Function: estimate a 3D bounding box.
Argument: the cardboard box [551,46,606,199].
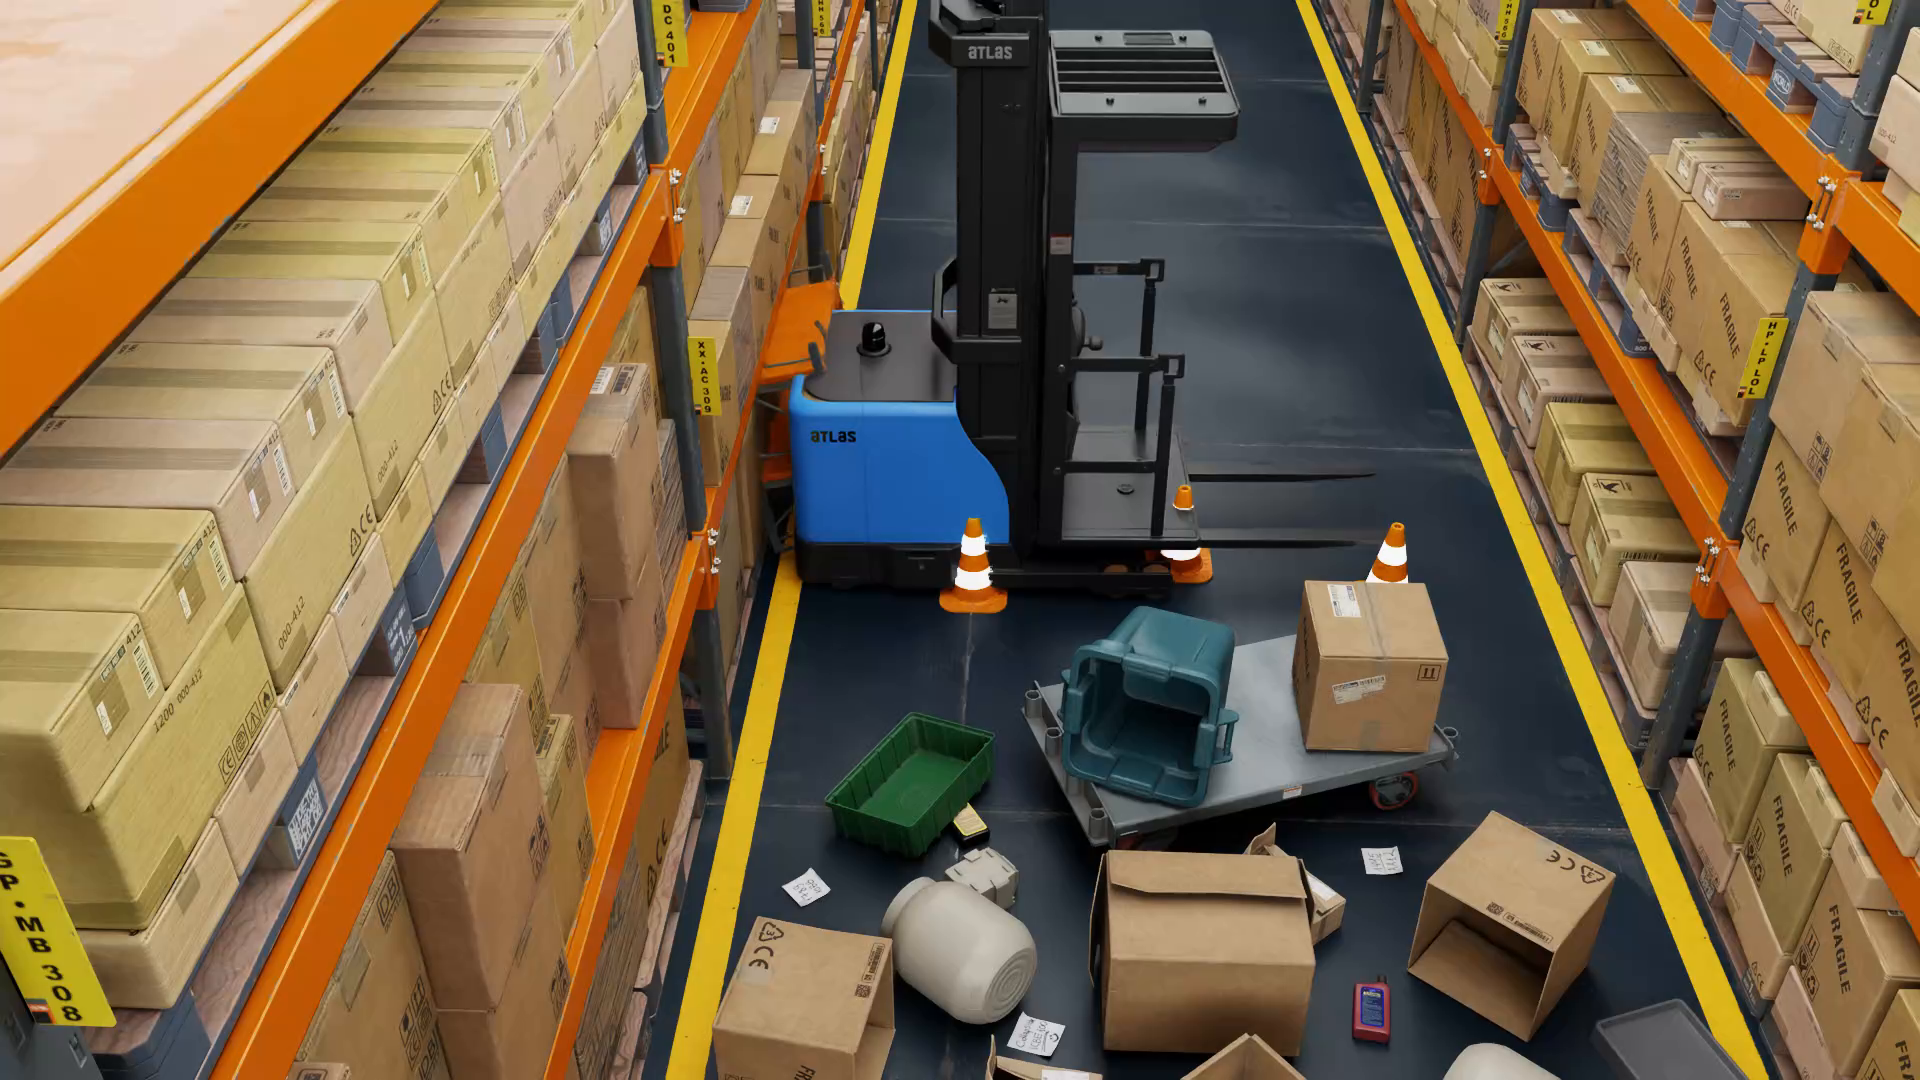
[{"bbox_3d":[-1.278,-1.148,4.531,0.500,0.250,0.500,1,35,2],"label":"cardboard box"}]

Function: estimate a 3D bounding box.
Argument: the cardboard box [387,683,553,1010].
[{"bbox_3d":[-1.513,0.719,3.994,0.875,0.550,0.550,1,35,2],"label":"cardboard box"}]

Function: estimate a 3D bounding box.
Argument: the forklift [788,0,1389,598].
[{"bbox_3d":[0.697,-1.219,7.881,3.031,2.935,1.130,0,35,0],"label":"forklift"}]

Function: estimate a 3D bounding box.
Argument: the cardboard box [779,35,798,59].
[{"bbox_3d":[-1.114,-2.989,9.934,0.380,0.149,0.250,3,35,4],"label":"cardboard box"}]

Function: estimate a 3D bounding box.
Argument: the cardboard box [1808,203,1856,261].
[{"bbox_3d":[3.781,-1.055,6.878,0.500,0.500,0.500,1,35,2],"label":"cardboard box"}]

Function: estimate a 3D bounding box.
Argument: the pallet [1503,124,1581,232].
[{"bbox_3d":[3.694,-1.978,9.069,1.213,0.211,1.003,1,35,2],"label":"pallet"}]

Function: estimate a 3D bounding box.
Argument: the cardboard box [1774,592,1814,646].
[{"bbox_3d":[3.164,0.252,5.947,0.380,0.149,0.250,2,35,3],"label":"cardboard box"}]

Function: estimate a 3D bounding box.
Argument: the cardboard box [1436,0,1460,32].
[{"bbox_3d":[3.399,-3.485,10.742,0.500,0.250,0.500,0,35,1],"label":"cardboard box"}]

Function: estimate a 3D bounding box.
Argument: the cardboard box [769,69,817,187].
[{"bbox_3d":[-1.083,-2.301,9.274,0.500,0.500,0.500,1,35,2],"label":"cardboard box"}]

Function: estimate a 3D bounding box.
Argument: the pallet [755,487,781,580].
[{"bbox_3d":[-1.492,-0.234,8.845,1.003,0.211,1.213,1,35,2],"label":"pallet"}]

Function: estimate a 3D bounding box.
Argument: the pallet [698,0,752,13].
[{"bbox_3d":[-1.348,-2.661,7.429,1.003,0.211,1.213,3,35,4],"label":"pallet"}]

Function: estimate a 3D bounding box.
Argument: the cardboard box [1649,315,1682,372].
[{"bbox_3d":[3.203,-0.842,7.138,0.380,0.149,0.250,1,35,1],"label":"cardboard box"}]

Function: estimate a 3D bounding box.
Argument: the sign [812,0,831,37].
[{"bbox_3d":[-0.779,-2.988,9.331,0.100,0.325,0.005,1,35,2],"label":"sign"}]

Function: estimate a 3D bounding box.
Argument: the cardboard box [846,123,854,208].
[{"bbox_3d":[-1.018,-2.658,11.678,0.500,0.500,0.500,0,35,1],"label":"cardboard box"}]

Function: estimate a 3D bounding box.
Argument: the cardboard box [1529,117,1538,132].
[{"bbox_3d":[3.418,-2.355,9.291,0.380,0.149,0.250,-1,35,-1],"label":"cardboard box"}]

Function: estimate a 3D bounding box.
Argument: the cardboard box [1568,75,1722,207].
[{"bbox_3d":[3.339,-1.945,8.144,0.500,0.500,0.500,2,35,3],"label":"cardboard box"}]

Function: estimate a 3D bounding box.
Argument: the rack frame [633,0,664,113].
[{"bbox_3d":[-1.494,-2.681,4.685,1.000,3.000,0.127,1,35,2],"label":"rack frame"}]

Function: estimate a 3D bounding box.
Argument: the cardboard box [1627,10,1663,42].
[{"bbox_3d":[3.876,-2.535,8.984,0.500,0.500,0.500,0,35,1],"label":"cardboard box"}]

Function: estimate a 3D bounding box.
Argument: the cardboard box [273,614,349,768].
[{"bbox_3d":[-1.301,0.254,2.883,0.380,0.149,0.250,1,35,2],"label":"cardboard box"}]

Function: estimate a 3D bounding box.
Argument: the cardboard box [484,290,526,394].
[{"bbox_3d":[-1.250,-0.470,3.914,0.380,0.149,0.250,1,35,2],"label":"cardboard box"}]

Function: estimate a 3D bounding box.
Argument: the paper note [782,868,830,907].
[{"bbox_3d":[-0.616,1.395,6.684,0.147,0.020,0.142,-24,42,-30],"label":"paper note"}]

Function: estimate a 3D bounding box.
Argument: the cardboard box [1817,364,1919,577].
[{"bbox_3d":[3.179,-0.201,5.158,0.700,0.500,0.500,2,35,2],"label":"cardboard box"}]

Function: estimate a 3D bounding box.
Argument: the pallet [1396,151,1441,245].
[{"bbox_3d":[3.775,-2.478,12.038,1.003,0.211,1.213,1,35,2],"label":"pallet"}]

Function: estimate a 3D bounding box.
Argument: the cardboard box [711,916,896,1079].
[{"bbox_3d":[-0.531,1.711,5.825,0.500,0.500,0.500,7,36,10],"label":"cardboard box"}]

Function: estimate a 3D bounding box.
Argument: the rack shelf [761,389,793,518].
[{"bbox_3d":[-0.772,-0.525,8.732,0.538,0.278,1.000,-10,34,6],"label":"rack shelf"}]

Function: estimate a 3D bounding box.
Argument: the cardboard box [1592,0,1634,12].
[{"bbox_3d":[3.881,-3.196,9.678,0.500,0.500,0.500,0,35,0],"label":"cardboard box"}]

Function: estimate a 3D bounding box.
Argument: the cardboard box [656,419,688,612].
[{"bbox_3d":[-1.497,-0.076,6.064,0.875,0.550,0.550,1,35,2],"label":"cardboard box"}]

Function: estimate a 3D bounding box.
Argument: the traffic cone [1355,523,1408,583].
[{"bbox_3d":[2.107,0.123,8.119,0.336,0.463,0.334,1,35,2],"label":"traffic cone"}]

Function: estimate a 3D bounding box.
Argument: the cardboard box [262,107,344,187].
[{"bbox_3d":[-1.832,-0.873,4.140,0.500,0.250,0.500,1,35,1],"label":"cardboard box"}]

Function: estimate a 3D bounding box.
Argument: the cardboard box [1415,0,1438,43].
[{"bbox_3d":[3.411,-3.580,11.312,0.500,0.250,0.500,1,35,1],"label":"cardboard box"}]

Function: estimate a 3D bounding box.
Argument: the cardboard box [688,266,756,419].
[{"bbox_3d":[-1.185,-0.854,7.215,0.500,0.500,0.500,2,35,2],"label":"cardboard box"}]

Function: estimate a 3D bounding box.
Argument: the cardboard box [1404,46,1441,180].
[{"bbox_3d":[3.804,-3.192,12.111,0.875,0.875,0.875,2,35,3],"label":"cardboard box"}]

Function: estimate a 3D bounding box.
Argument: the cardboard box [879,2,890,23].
[{"bbox_3d":[-0.826,-4.777,14.998,0.380,0.149,0.250,0,35,1],"label":"cardboard box"}]

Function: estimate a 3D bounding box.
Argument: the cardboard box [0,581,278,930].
[{"bbox_3d":[-1.379,0.300,2.471,0.500,0.250,0.500,1,35,2],"label":"cardboard box"}]

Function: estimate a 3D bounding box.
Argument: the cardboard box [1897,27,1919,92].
[{"bbox_3d":[3.117,-1.448,5.063,0.380,0.149,0.250,1,35,1],"label":"cardboard box"}]

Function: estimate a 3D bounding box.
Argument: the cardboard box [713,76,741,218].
[{"bbox_3d":[-1.419,-1.838,7.746,0.700,0.500,0.500,1,35,1],"label":"cardboard box"}]

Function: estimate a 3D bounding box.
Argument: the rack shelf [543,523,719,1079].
[{"bbox_3d":[-1.575,1.217,4.981,1.077,0.370,4.000,1,35,2],"label":"rack shelf"}]

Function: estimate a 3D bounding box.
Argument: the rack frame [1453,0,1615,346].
[{"bbox_3d":[3.616,-2.469,9.599,1.000,3.000,0.127,1,35,2],"label":"rack frame"}]

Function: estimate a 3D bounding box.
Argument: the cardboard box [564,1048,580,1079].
[{"bbox_3d":[-1.660,1.872,4.906,0.875,0.875,0.875,1,35,1],"label":"cardboard box"}]

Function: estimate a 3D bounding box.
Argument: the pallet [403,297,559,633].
[{"bbox_3d":[-1.589,-0.249,3.909,1.003,0.211,1.213,1,35,2],"label":"pallet"}]

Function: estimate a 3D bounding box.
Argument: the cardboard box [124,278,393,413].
[{"bbox_3d":[-1.282,-0.360,3.064,0.380,0.149,0.250,1,35,1],"label":"cardboard box"}]

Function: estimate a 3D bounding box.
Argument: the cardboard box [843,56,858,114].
[{"bbox_3d":[-0.991,-3.246,11.862,0.500,0.250,0.500,0,35,0],"label":"cardboard box"}]

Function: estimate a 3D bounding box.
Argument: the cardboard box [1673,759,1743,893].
[{"bbox_3d":[3.162,1.115,6.526,0.500,0.250,0.500,0,35,0],"label":"cardboard box"}]

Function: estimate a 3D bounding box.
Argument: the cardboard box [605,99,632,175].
[{"bbox_3d":[-1.199,-1.202,4.956,0.380,0.149,0.250,2,35,3],"label":"cardboard box"}]

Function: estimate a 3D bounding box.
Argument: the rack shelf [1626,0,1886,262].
[{"bbox_3d":[3.536,-2.252,7.309,1.077,0.370,4.000,1,35,2],"label":"rack shelf"}]

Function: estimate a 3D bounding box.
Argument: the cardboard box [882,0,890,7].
[{"bbox_3d":[-0.823,-4.895,14.908,0.380,0.149,0.250,1,35,2],"label":"cardboard box"}]

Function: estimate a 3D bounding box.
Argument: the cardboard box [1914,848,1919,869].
[{"bbox_3d":[3.080,0.986,4.902,0.380,0.149,0.250,1,35,2],"label":"cardboard box"}]

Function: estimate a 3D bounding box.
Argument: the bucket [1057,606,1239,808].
[{"bbox_3d":[0.804,0.622,6.727,0.726,0.611,0.620,13,27,18],"label":"bucket"}]

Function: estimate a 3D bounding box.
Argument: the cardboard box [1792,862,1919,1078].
[{"bbox_3d":[3.130,1.414,5.448,0.500,0.500,0.500,3,35,4],"label":"cardboard box"}]

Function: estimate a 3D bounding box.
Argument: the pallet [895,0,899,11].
[{"bbox_3d":[-1.083,-5.471,16.296,1.003,0.211,1.213,1,35,2],"label":"pallet"}]

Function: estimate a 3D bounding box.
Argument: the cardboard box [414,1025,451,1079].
[{"bbox_3d":[-1.685,1.479,3.852,0.875,0.550,0.550,1,35,2],"label":"cardboard box"}]

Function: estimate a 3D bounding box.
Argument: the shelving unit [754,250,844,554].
[{"bbox_3d":[-0.819,-0.723,8.596,0.538,1.125,1.048,-10,34,6],"label":"shelving unit"}]

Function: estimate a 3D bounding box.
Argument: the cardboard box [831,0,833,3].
[{"bbox_3d":[-1.051,-3.758,11.287,0.380,0.149,0.250,0,35,0],"label":"cardboard box"}]

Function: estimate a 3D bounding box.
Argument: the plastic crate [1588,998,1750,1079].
[{"bbox_3d":[2.573,1.907,5.912,0.402,0.080,0.583,-10,36,-14],"label":"plastic crate"}]

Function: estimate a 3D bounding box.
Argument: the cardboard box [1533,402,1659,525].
[{"bbox_3d":[3.526,-0.381,8.549,0.950,0.372,0.625,2,35,3],"label":"cardboard box"}]

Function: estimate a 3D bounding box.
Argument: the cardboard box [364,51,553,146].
[{"bbox_3d":[-1.230,-1.090,4.103,0.380,0.149,0.250,1,35,2],"label":"cardboard box"}]
